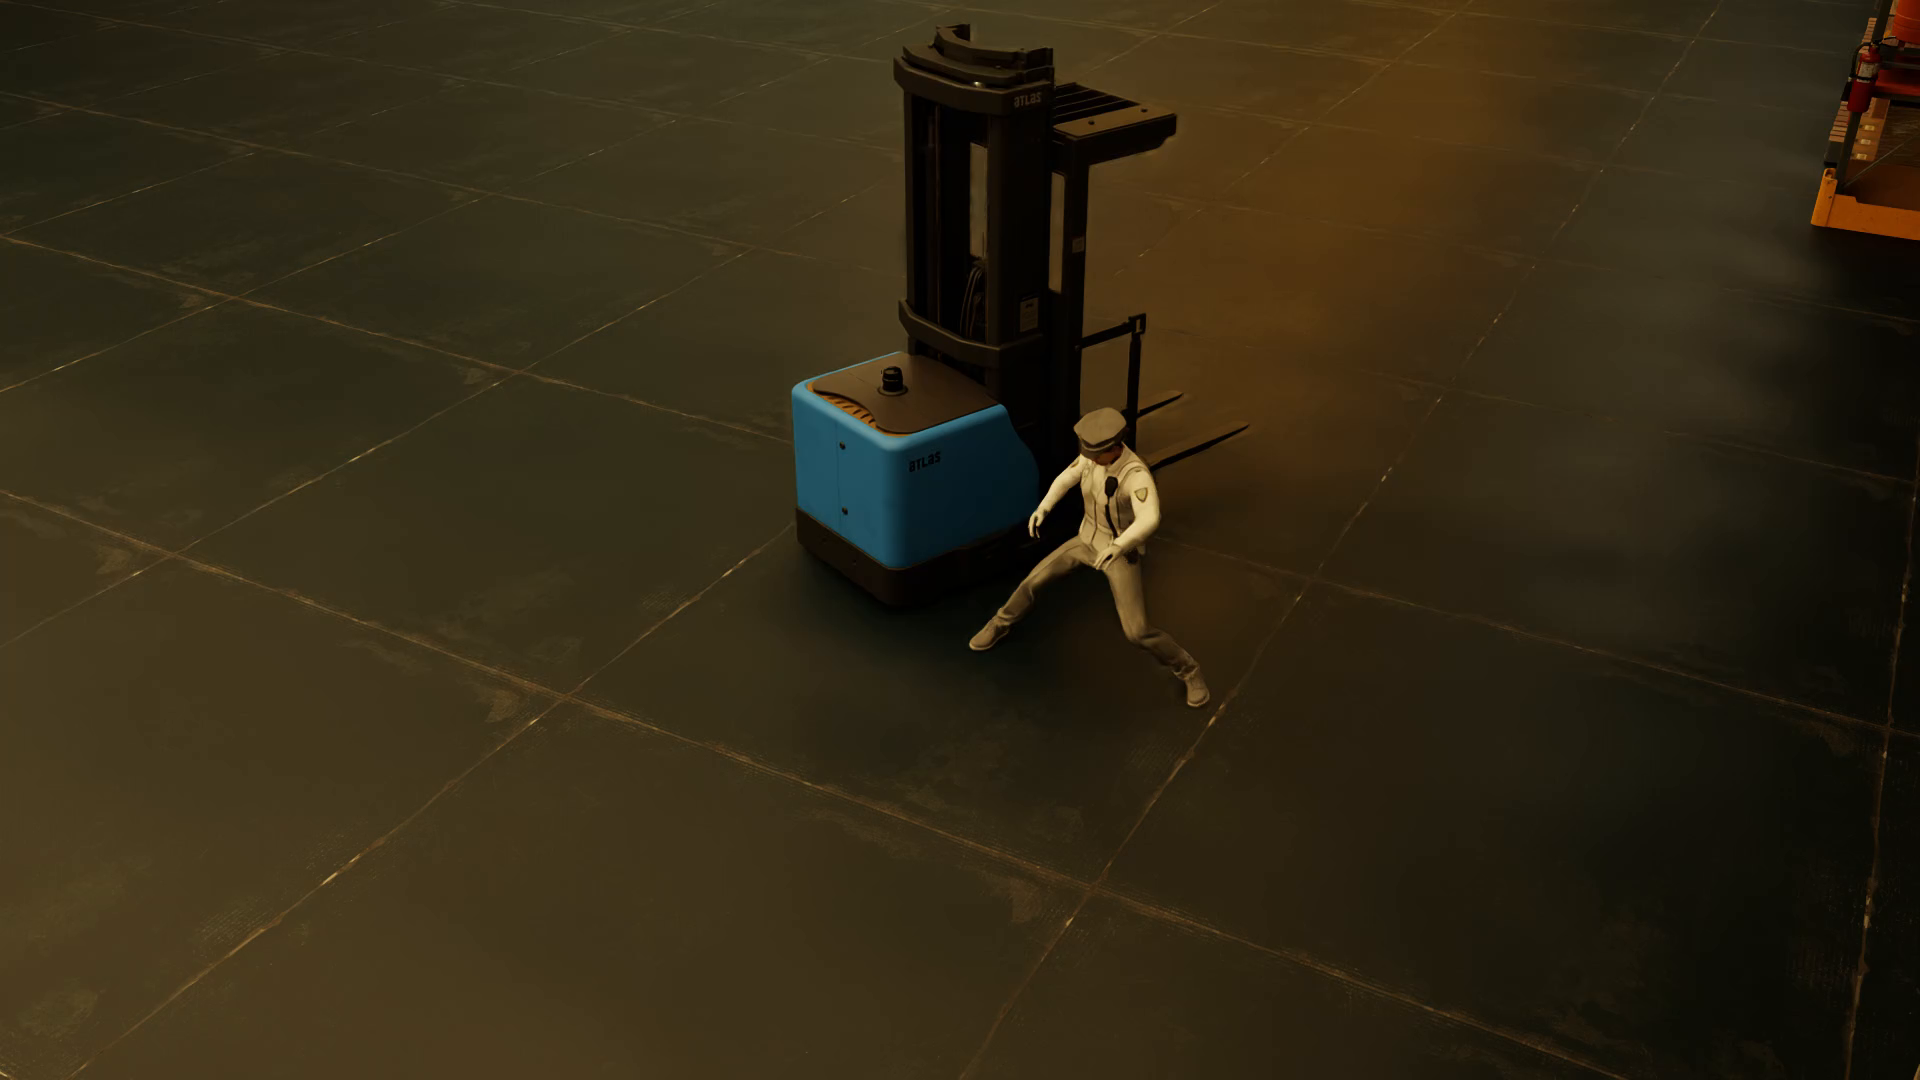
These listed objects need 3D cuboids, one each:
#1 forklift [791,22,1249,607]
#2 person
[{"bbox_3d":[0.500,-1.492,9.656,3.031,2.935,1.130,-22,36,-33],"label":"forklift"},{"bbox_3d":[0.678,0.068,8.413,0.790,1.467,1.229,-19,35,-29],"label":"person"}]
